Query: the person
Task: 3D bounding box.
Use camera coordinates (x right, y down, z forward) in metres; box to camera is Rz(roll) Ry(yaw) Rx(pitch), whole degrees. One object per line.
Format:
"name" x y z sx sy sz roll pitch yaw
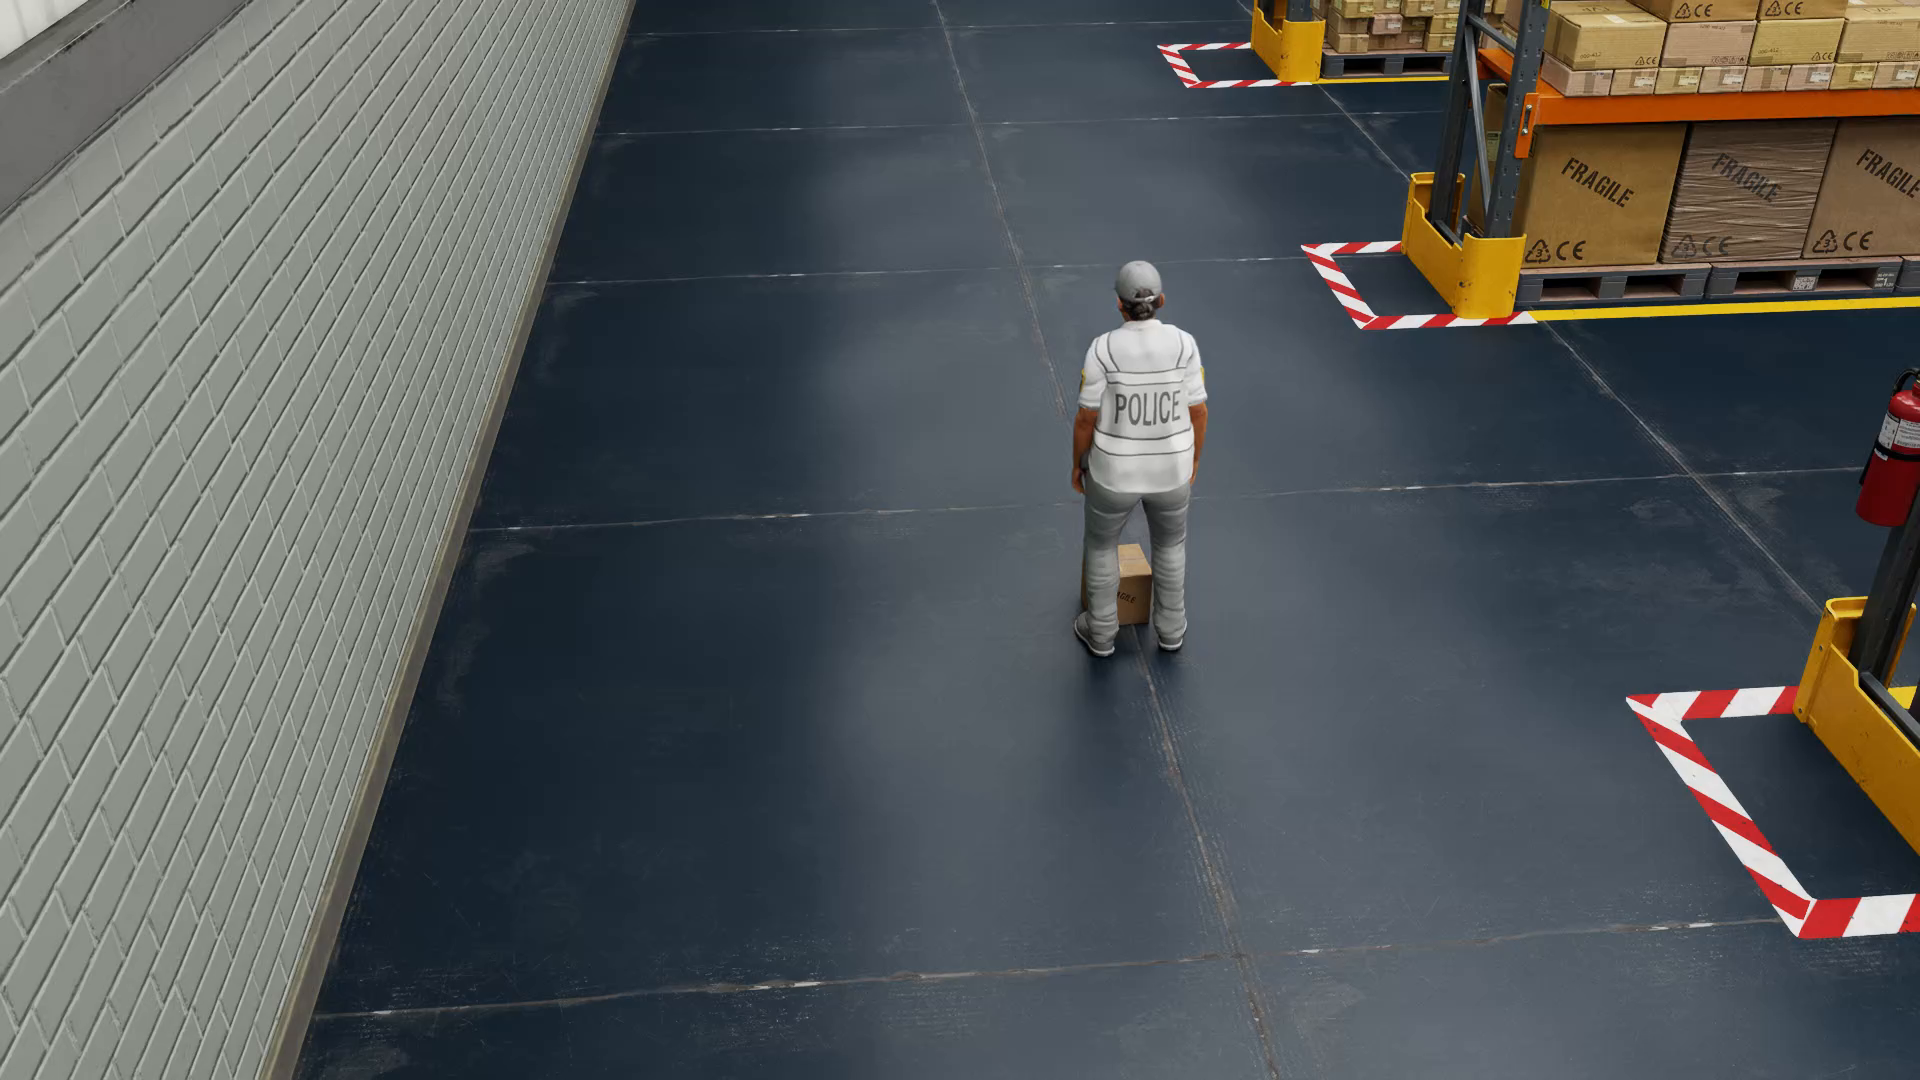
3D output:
"person" 0.708 -0.298 6.617 0.541 1.666 0.468 -3 31 -5
